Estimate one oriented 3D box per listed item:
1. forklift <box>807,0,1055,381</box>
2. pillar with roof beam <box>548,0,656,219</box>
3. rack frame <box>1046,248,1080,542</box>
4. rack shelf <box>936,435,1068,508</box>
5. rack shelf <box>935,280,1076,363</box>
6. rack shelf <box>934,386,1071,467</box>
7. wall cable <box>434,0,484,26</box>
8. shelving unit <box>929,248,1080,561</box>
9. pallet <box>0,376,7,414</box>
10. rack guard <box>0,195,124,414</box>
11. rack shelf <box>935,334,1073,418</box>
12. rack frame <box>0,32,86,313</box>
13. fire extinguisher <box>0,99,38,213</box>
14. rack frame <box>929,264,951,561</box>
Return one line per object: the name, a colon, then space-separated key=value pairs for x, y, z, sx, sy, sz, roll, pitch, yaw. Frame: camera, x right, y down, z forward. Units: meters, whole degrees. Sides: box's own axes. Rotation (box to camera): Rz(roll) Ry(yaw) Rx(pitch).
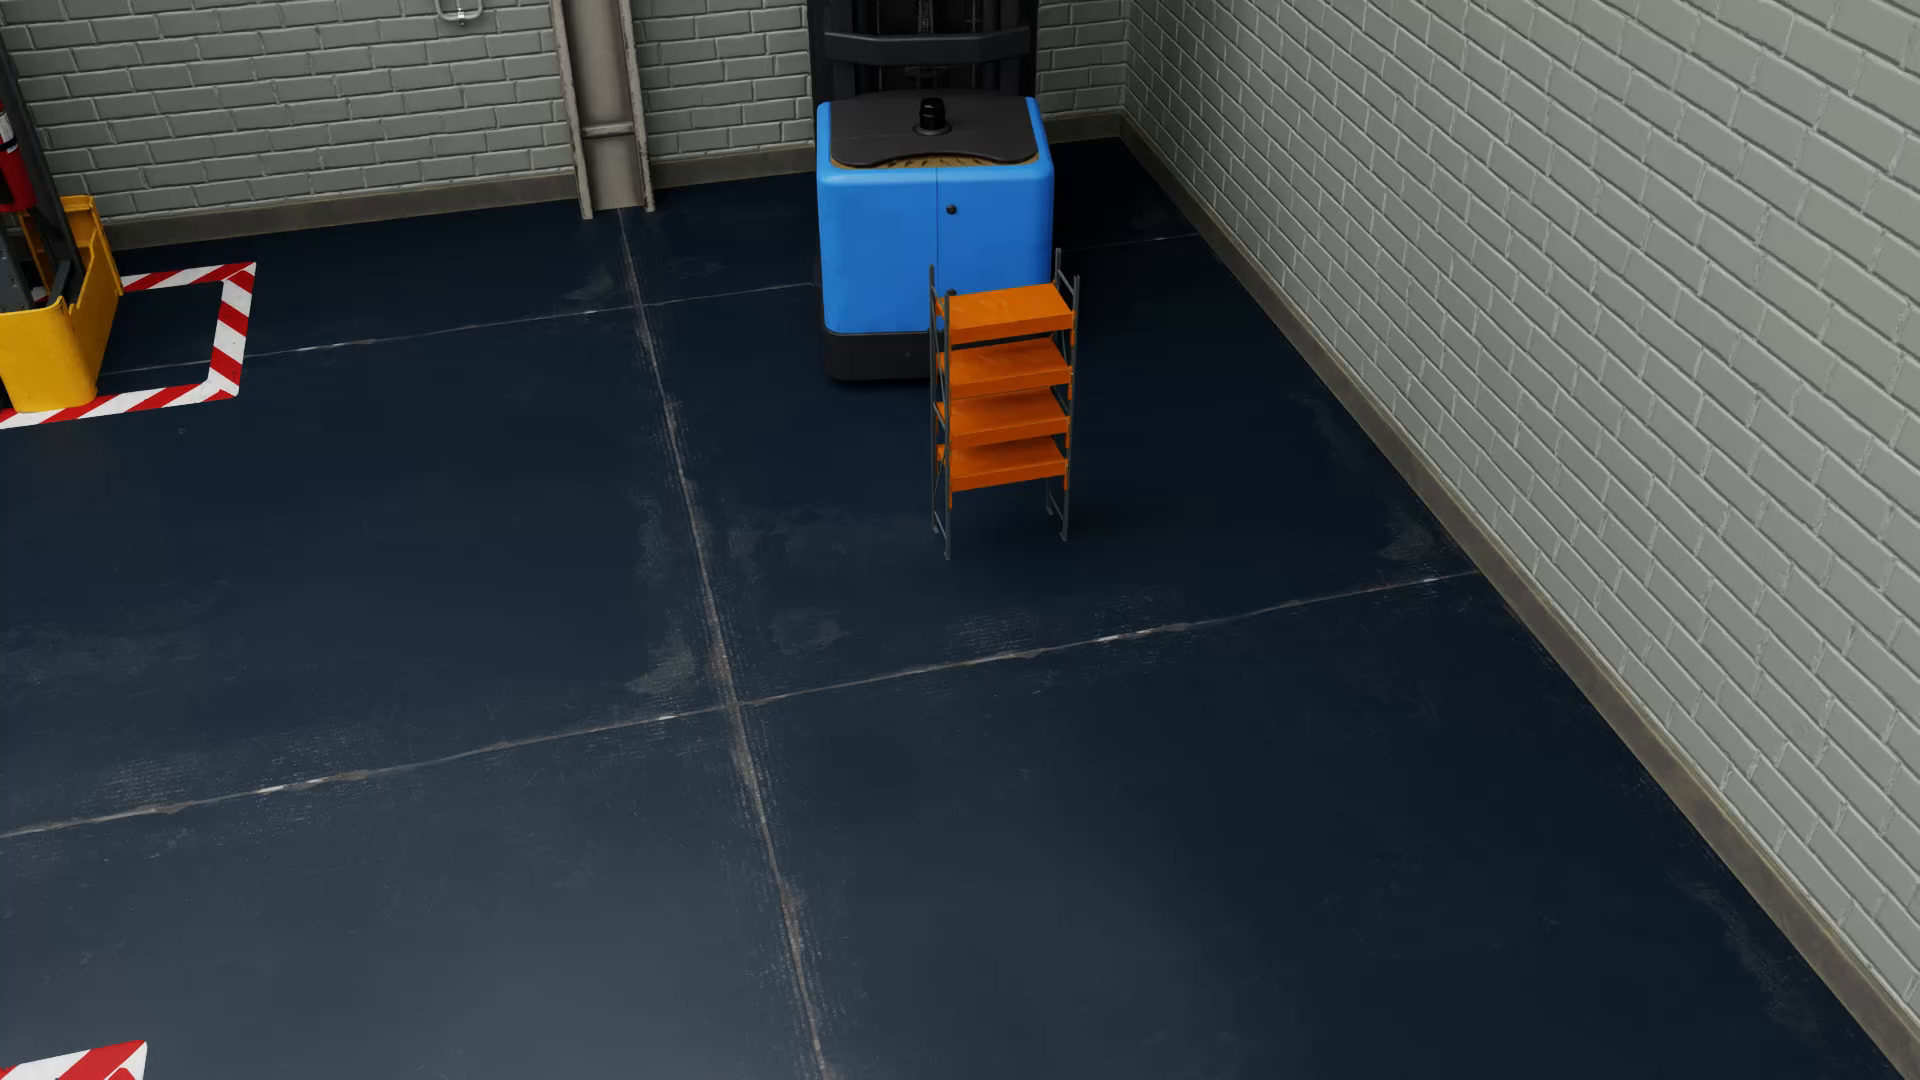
forklift: x=-0.193 y=-2.768 z=7.956 sx=1.130 sy=2.935 sz=3.031 roll=-2 pitch=37 yaw=-3
pillar with roof beam: x=-0.773 y=-2.911 z=3.149 sx=0.400 sy=9.000 sz=9.100 roll=-9 pitch=38 yaw=-12
rack frame: x=0.395 y=-0.541 z=6.470 sx=0.015 sy=1.200 sz=0.240 roll=-9 pitch=38 yaw=-12
rack shelf: x=0.160 y=-0.292 z=6.581 sx=0.480 sy=0.148 sz=0.258 roll=-9 pitch=38 yaw=-12
rack shelf: x=0.160 y=-0.815 z=6.181 sx=0.480 sy=0.148 sz=0.258 roll=-9 pitch=38 yaw=-12
rack shelf: x=0.160 y=-0.449 z=6.461 sx=0.480 sy=0.148 sz=0.258 roll=-9 pitch=38 yaw=-12
wall cable: x=-3.287 y=-3.279 z=7.732 sx=1.851 sy=1.984 sz=0.084 roll=-9 pitch=38 yaw=-12
shelving unit: x=0.160 y=-0.503 z=6.420 sx=0.503 sy=1.200 sz=0.258 roll=-9 pitch=38 yaw=-12
pallet: x=-5.028 y=-0.838 z=7.672 sx=1.213 sy=0.211 sz=1.003 roll=-9 pitch=38 yaw=-12
rack guard: x=-4.253 y=-1.129 z=7.815 sx=0.348 sy=0.500 sz=1.175 roll=-9 pitch=38 yaw=-12
rack shelf: x=0.160 y=-0.627 z=6.325 sx=0.480 sy=0.148 sz=0.258 roll=-9 pitch=38 yaw=-12
rack frame: x=-4.277 y=-2.118 z=7.050 sx=0.127 sy=3.000 sz=1.000 roll=-9 pitch=38 yaw=-12
fire extinguisher: x=-4.011 y=-1.693 z=6.864 sx=0.183 sy=0.674 sz=0.296 roll=-9 pitch=38 yaw=-12
rack frame: x=-0.076 y=-0.464 z=6.369 sx=0.015 sy=1.200 sz=0.240 roll=-9 pitch=38 yaw=-12
